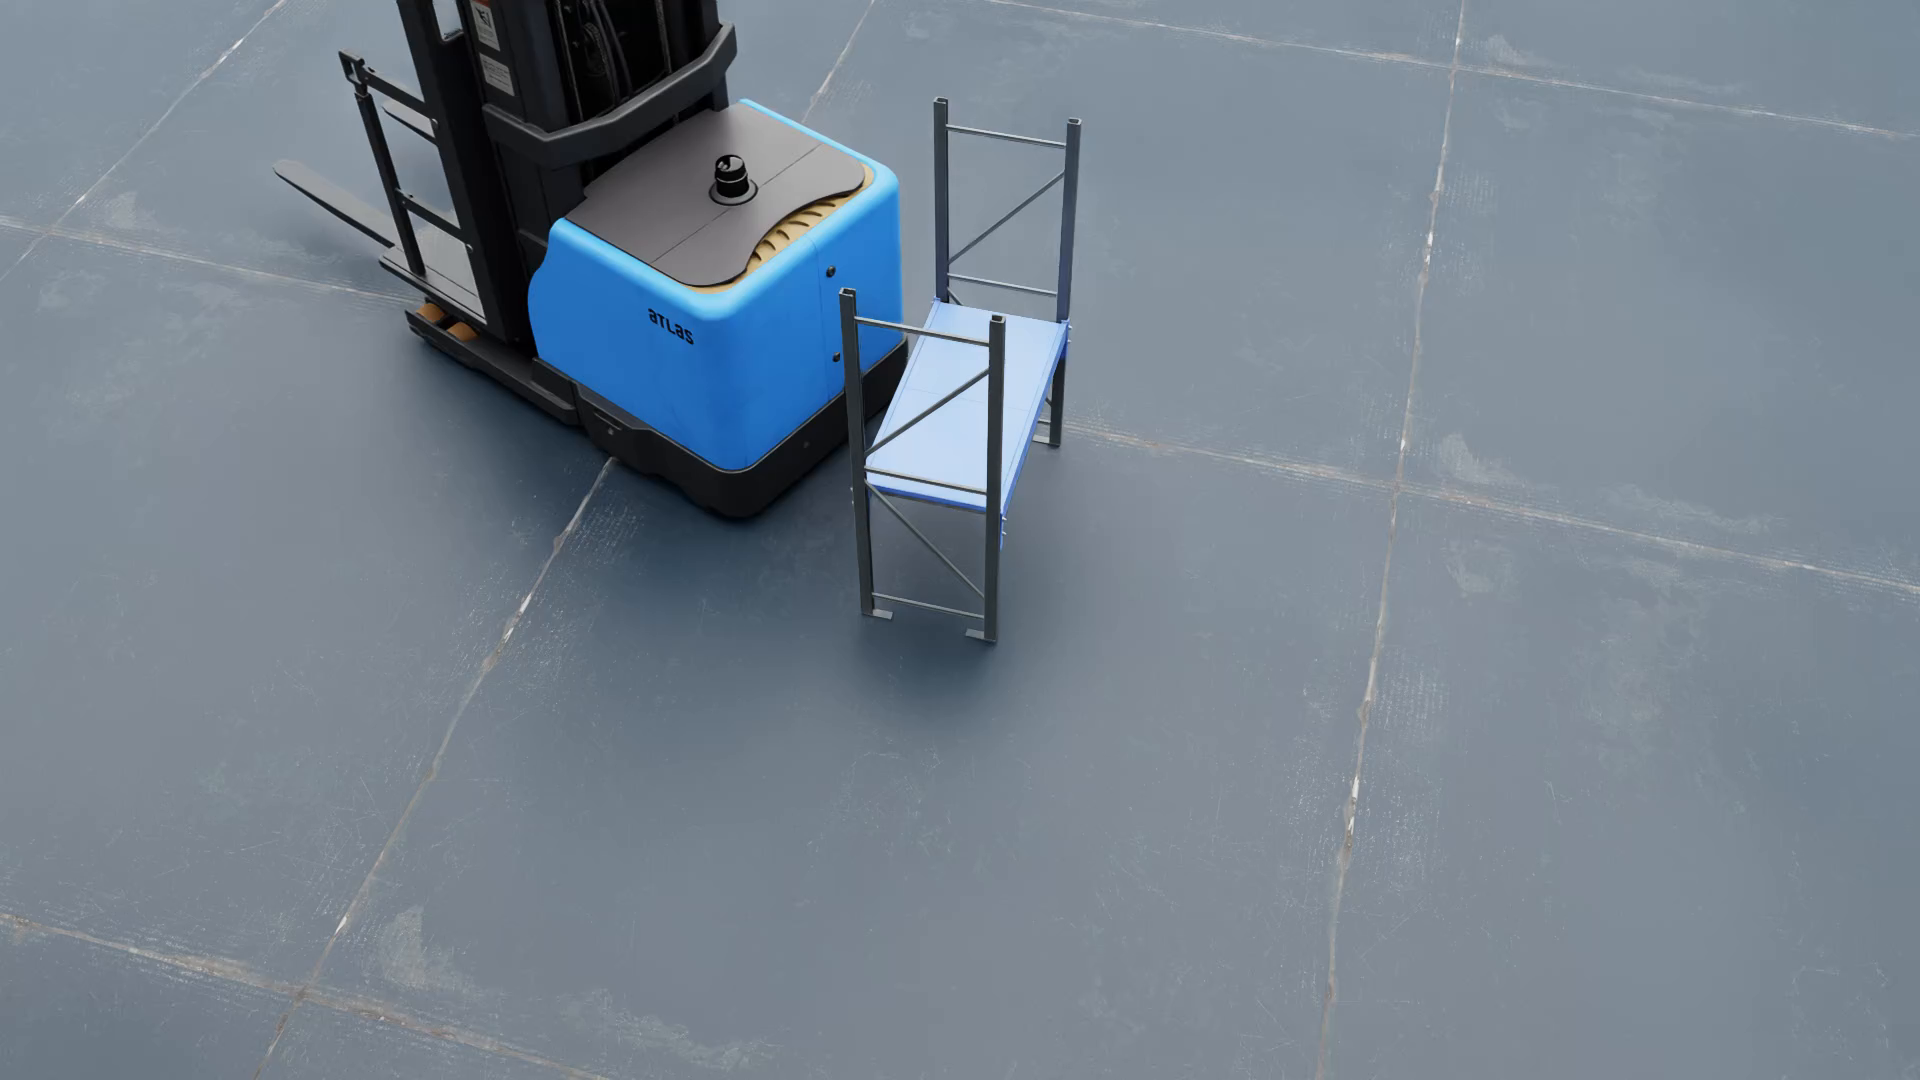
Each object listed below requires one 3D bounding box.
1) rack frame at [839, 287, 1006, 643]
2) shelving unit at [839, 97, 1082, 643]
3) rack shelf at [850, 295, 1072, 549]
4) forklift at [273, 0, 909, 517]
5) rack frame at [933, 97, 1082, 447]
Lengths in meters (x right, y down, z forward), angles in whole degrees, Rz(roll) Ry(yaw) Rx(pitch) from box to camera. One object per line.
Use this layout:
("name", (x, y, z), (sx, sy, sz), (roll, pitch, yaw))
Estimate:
("rack frame", (-0.111, -0.190, 5.418), (0.500, 1.500, 0.032), (12, 50, 10))
("shelving unit", (0.022, -0.558, 5.742), (0.538, 1.500, 1.048), (12, 50, 10))
("rack shelf", (0.022, -0.439, 5.877), (0.538, 0.185, 1.000), (12, 50, 10))
("forklift", (-1.677, -1.986, 6.048), (3.031, 2.935, 1.130), (31, 55, 24))
("rack frame", (0.156, -0.926, 6.067), (0.500, 1.500, 0.032), (12, 50, 10))
